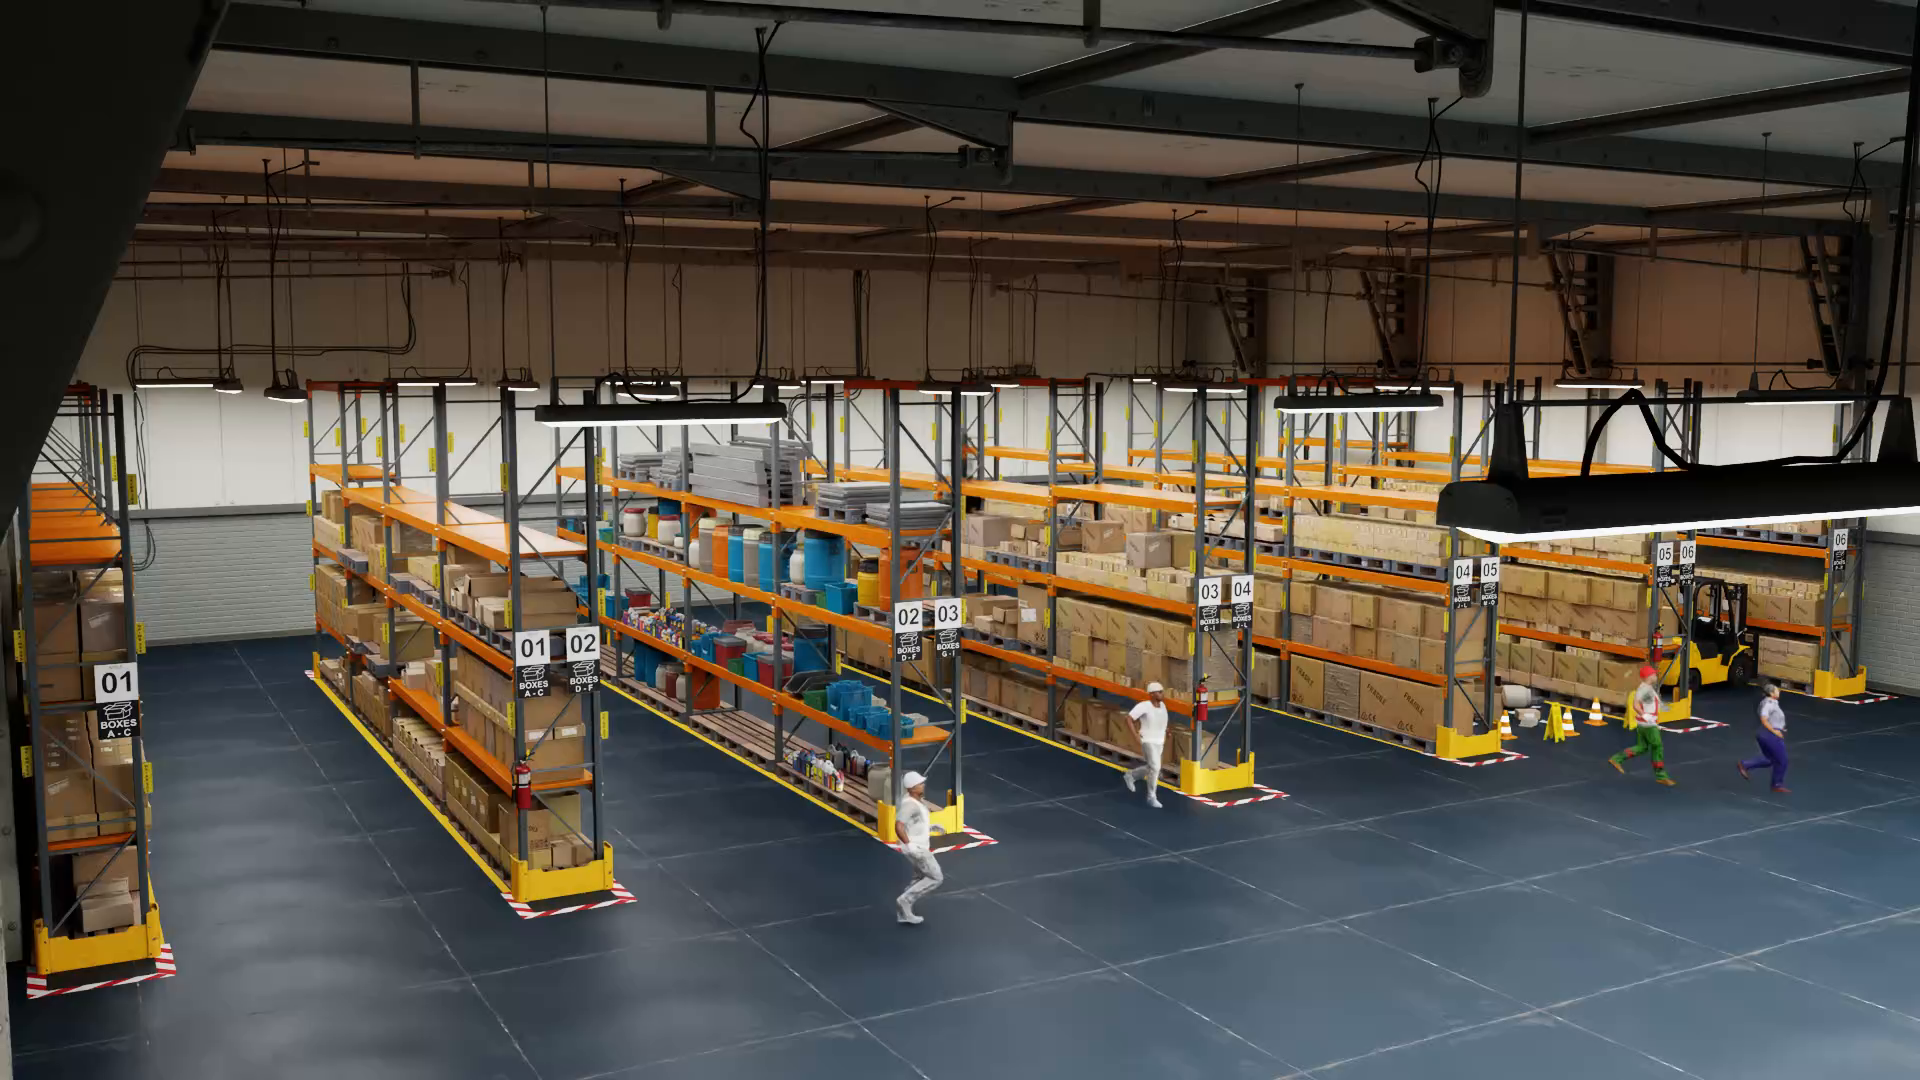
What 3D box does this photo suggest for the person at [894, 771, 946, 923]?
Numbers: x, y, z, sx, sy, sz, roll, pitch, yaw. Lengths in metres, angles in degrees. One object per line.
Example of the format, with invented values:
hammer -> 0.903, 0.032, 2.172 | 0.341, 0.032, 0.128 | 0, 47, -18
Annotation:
person -> -0.446, 3.470, 18.753 | 0.597, 1.739, 0.679 | 0, 6, -3

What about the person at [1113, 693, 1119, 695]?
person -> 2.901, 2.066, 32.119 | 0.654, 1.761, 0.815 | -4, 7, -33

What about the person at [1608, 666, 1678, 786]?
person -> 10.301, 2.782, 25.008 | 0.982, 1.792, 0.656 | 2, 6, 15

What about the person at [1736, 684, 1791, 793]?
person -> 11.931, 2.930, 24.612 | 0.745, 1.631, 0.607 | 2, 6, 14

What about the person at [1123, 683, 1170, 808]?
person -> 2.746, 2.933, 24.083 | 0.753, 1.758, 0.831 | -6, 8, -43
